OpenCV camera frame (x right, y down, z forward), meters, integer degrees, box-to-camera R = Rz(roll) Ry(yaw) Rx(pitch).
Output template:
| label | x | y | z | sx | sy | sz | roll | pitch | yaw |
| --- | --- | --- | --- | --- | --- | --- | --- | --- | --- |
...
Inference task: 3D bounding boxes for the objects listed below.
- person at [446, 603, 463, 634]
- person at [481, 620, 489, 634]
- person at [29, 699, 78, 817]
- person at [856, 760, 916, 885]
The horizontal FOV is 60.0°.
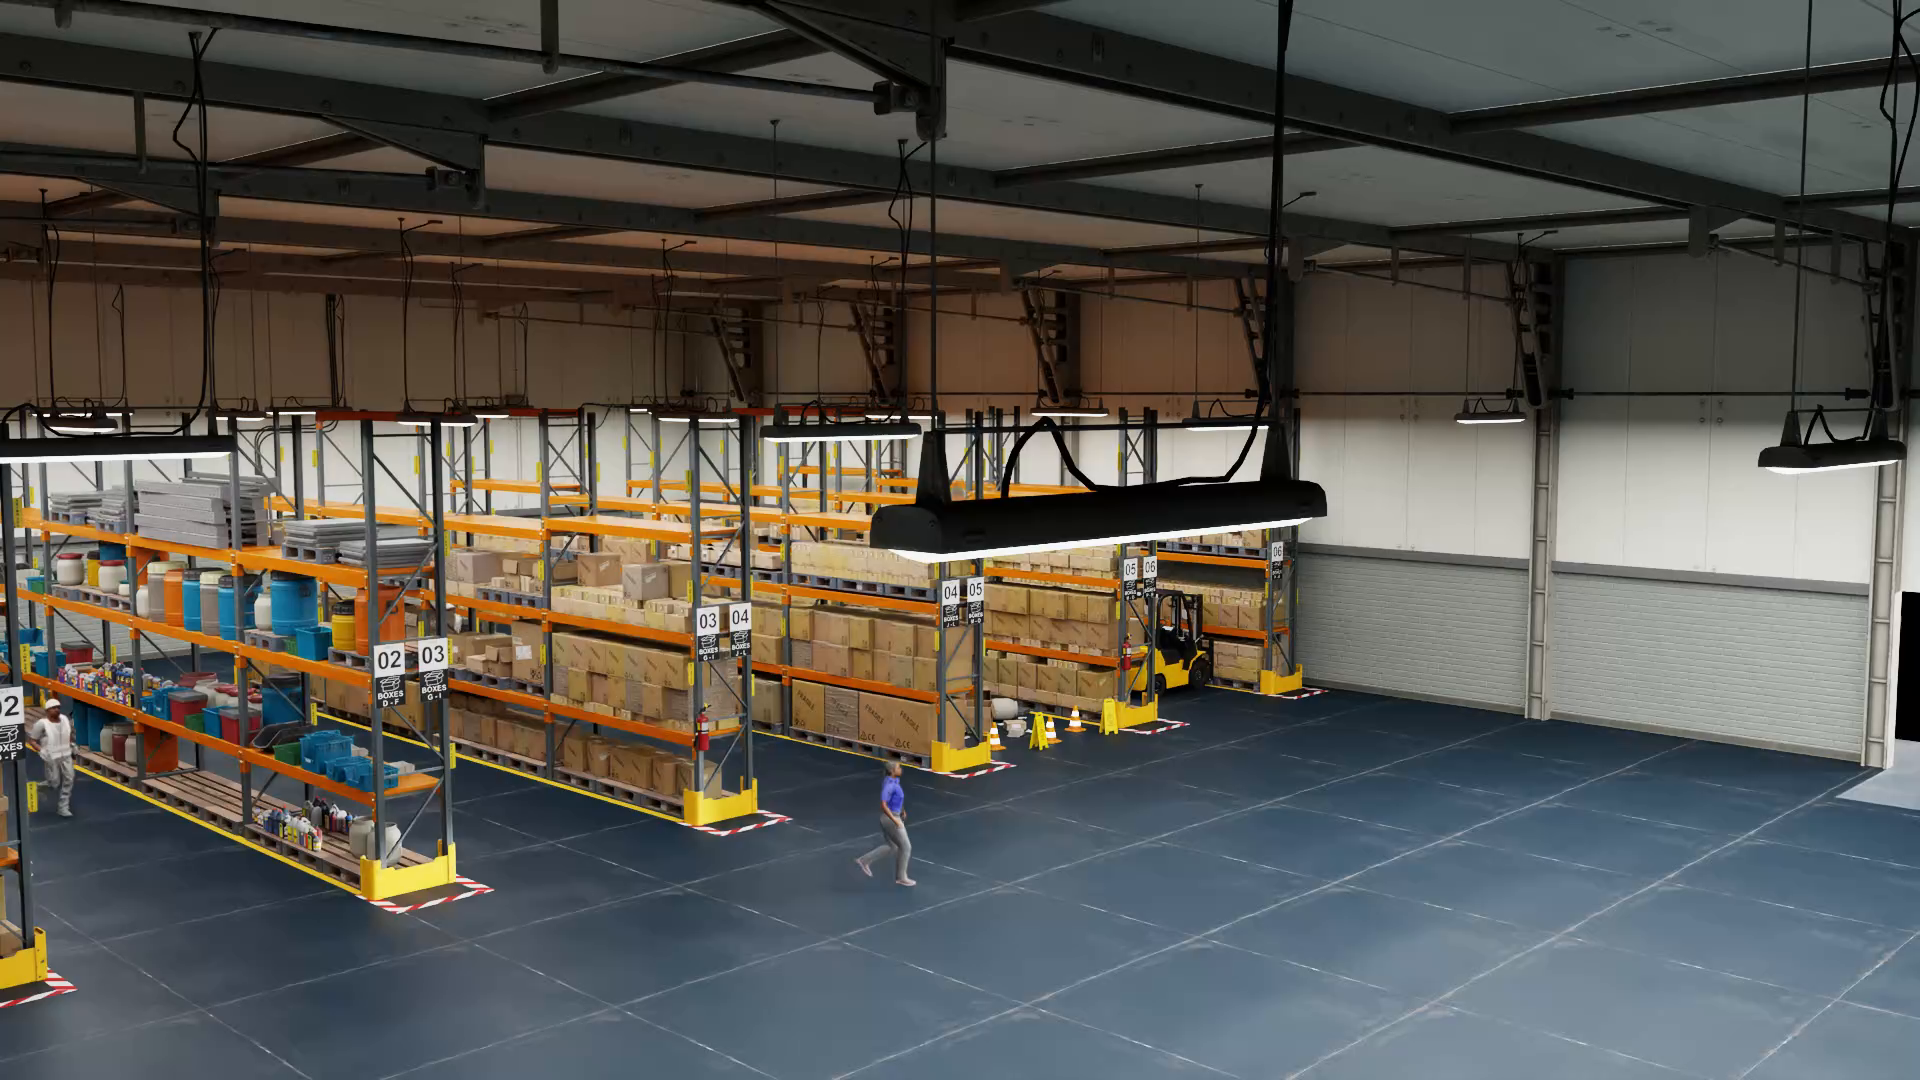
| label | x | y | z | sx | sy | sz | roll | pitch | yaw |
| --- | --- | --- | --- | --- | --- | --- | --- | --- | --- |
| person | -11.171 | 2.224 | 36.645 | 0.646 | 1.713 | 0.688 | 5 | 7 | 44 |
| person | -11.481 | 1.886 | 40.531 | 0.786 | 1.765 | 0.706 | 1 | 5 | 6 |
| person | -13.585 | 3.254 | 24.963 | 0.769 | 1.753 | 0.682 | 3 | 6 | 33 |
| person | -0.947 | 3.639 | 21.380 | 0.763 | 1.642 | 0.591 | -1 | 5 | -10 |
